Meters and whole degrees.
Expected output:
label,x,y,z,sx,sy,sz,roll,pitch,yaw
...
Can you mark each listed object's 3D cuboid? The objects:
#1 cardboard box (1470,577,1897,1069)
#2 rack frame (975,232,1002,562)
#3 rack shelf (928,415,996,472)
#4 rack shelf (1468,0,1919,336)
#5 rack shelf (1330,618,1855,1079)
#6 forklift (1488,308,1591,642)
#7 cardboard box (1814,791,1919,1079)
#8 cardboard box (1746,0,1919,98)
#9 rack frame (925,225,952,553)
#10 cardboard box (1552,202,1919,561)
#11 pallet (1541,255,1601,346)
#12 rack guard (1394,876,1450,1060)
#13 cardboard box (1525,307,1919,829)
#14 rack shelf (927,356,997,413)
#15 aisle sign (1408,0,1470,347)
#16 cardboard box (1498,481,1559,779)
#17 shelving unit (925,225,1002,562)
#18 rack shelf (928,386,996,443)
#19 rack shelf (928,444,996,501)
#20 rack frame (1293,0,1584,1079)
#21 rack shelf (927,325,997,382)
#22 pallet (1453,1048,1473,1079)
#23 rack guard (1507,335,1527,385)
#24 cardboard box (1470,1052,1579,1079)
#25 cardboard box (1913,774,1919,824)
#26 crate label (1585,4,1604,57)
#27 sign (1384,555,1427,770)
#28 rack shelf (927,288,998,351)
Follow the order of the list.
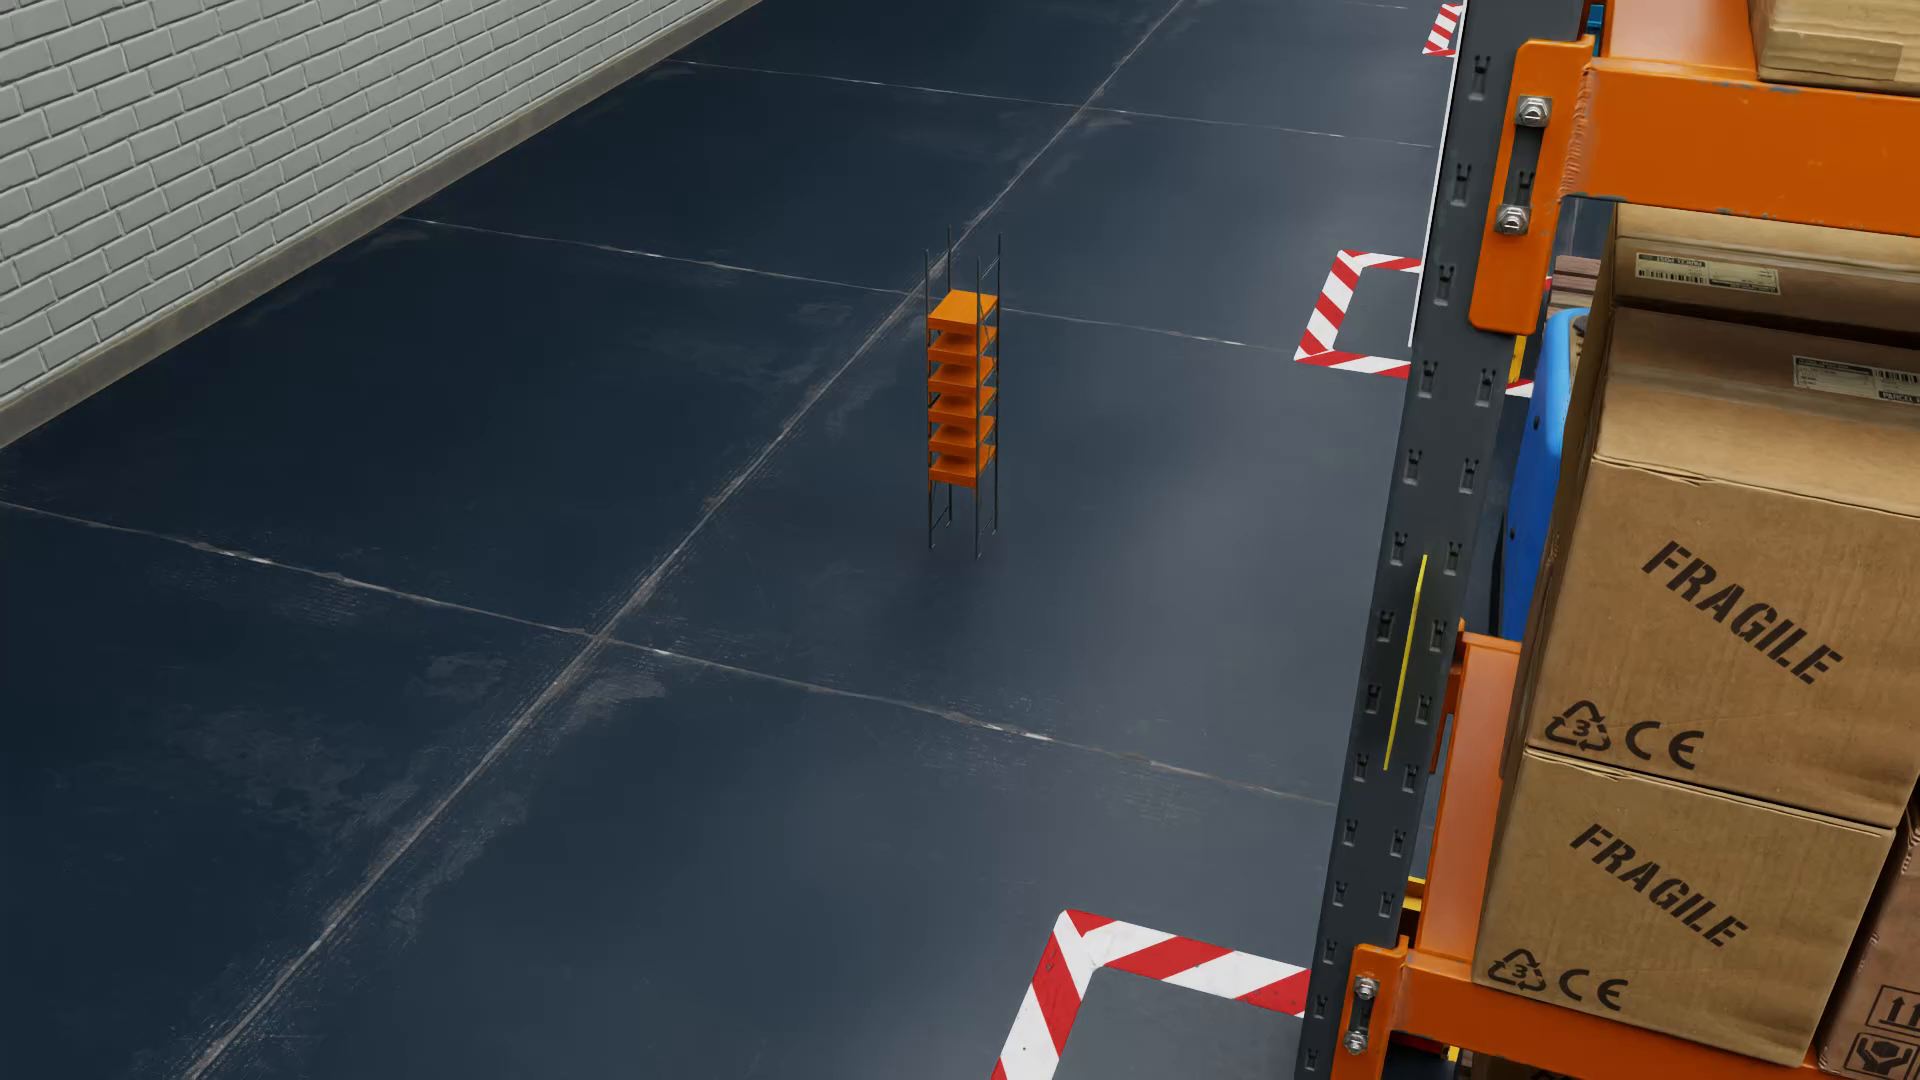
label,x,y,z,sx,sy,sz,roll,pitch,yaw
cardboard box,1.156,0.440,2.711,0.500,0.500,0.500,12,35,17
rack frame,0.100,-0.485,5.895,0.006,1.200,0.240,11,34,16
rack shelf,0.014,-0.363,6.010,0.180,0.103,0.258,11,34,16
rack shelf,2.710,-0.326,1.887,4.000,0.370,1.077,11,34,16
rack shelf,2.710,0.935,2.700,4.000,0.370,1.077,11,34,16
forklift,3.245,-0.628,4.521,3.031,2.935,1.130,9,34,14
cardboard box,1.644,0.532,2.568,0.500,0.500,0.500,11,34,16
cardboard box,1.225,-0.707,1.952,0.500,0.250,0.500,11,34,16
rack frame,-0.073,-0.518,5.946,0.006,1.200,0.240,11,34,16
cardboard box,1.339,-0.255,2.865,0.500,0.500,0.500,11,34,16
pallet,3.265,-0.920,7.480,1.213,0.211,1.003,11,34,16
rack guard,0.899,1.330,3.728,0.348,0.500,1.175,11,34,16
cardboard box,1.156,0.020,2.439,0.500,0.500,0.500,12,35,18
rack shelf,0.014,-0.565,5.879,0.180,0.103,0.258,11,34,16
aisle sign,0.664,-0.688,2.154,0.004,0.787,0.394,11,34,16
cardboard box,1.341,0.167,3.133,0.500,0.500,0.500,12,35,18
shelving unit,0.014,-0.501,5.920,0.189,1.200,0.258,11,34,16
rack shelf,0.014,-0.464,5.945,0.180,0.103,0.258,11,34,16
rack shelf,0.014,-0.262,6.075,0.180,0.103,0.258,11,34,16
rack frame,0.827,0.266,3.072,0.127,3.000,1.000,11,34,16
rack shelf,0.014,-0.666,5.814,0.180,0.103,0.258,11,34,16
pallet,1.650,1.597,3.582,1.213,0.211,1.003,11,34,16
rack guard,2.475,-1.210,7.663,0.348,0.500,1.175,11,34,16
cardboard box,1.422,1.105,3.671,0.500,0.500,0.500,11,34,16
cardboard box,1.651,0.112,2.297,0.500,0.500,0.500,11,35,17
crate label,2.623,-2.004,6.687,0.303,0.233,0.416,11,34,16
sign,0.645,0.180,2.408,0.005,0.325,0.100,11,34,16
rack shelf,0.014,-0.767,5.749,0.180,0.103,0.258,11,34,16
